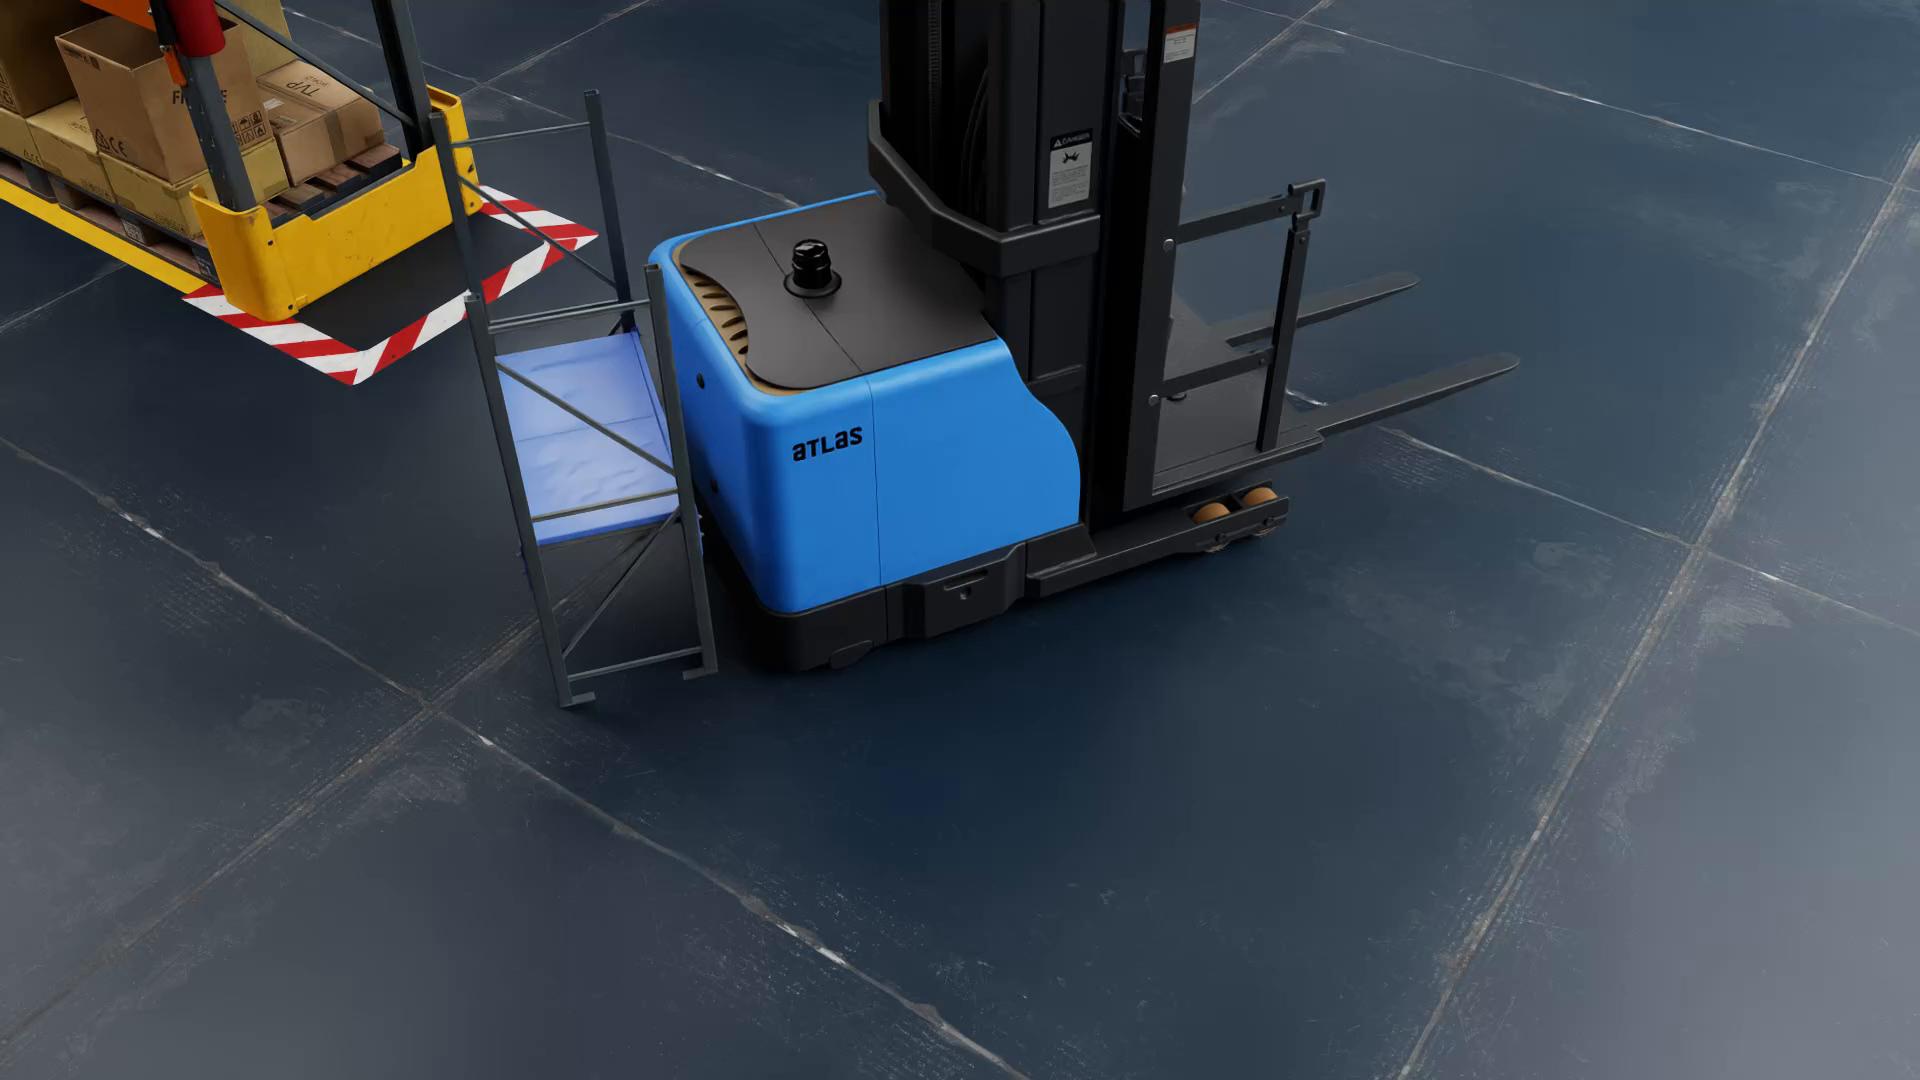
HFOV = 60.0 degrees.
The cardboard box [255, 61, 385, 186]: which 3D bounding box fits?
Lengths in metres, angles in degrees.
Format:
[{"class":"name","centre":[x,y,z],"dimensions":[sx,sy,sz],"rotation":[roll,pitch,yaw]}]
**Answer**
[{"class":"cardboard box","centre":[-2.909,-1.834,7.297],"dimensions":[0.500,0.250,0.500],"rotation":[25,48,25]}]

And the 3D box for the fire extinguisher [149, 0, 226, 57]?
[{"class":"fire extinguisher","centre":[-2.768,-2.048,5.847],"dimensions":[0.183,0.674,0.296],"rotation":[25,48,25]}]

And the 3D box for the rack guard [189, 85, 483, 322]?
[{"class":"rack guard","centre":[-2.578,-1.435,6.979],"dimensions":[0.348,0.500,1.175],"rotation":[25,48,25]}]

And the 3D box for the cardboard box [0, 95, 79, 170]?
[{"class":"cardboard box","centre":[-4.033,-1.927,7.401],"dimensions":[0.500,0.250,0.500],"rotation":[25,48,25]}]

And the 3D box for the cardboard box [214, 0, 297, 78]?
[{"class":"cardboard box","centre":[-3.319,-2.304,7.260],"dimensions":[0.500,0.500,0.500],"rotation":[25,48,25]}]

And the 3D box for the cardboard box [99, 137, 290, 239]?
[{"class":"cardboard box","centre":[-3.206,-1.551,6.981],"dimensions":[0.500,0.250,0.500],"rotation":[25,48,25]}]

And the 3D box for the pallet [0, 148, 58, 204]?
[{"class":"pallet","centre":[-4.242,-2.074,7.909],"dimensions":[1.213,0.211,1.003],"rotation":[25,48,25]}]

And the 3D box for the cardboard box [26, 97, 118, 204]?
[{"class":"cardboard box","centre":[-3.623,-1.736,7.188],"dimensions":[0.500,0.250,0.500],"rotation":[25,48,25]}]

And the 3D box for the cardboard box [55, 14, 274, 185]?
[{"class":"cardboard box","centre":[-3.208,-1.830,6.730],"dimensions":[0.500,0.500,0.500],"rotation":[25,48,25]}]

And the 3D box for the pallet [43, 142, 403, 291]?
[{"class":"pallet","centre":[-3.248,-1.606,7.387],"dimensions":[1.213,0.211,1.003],"rotation":[25,48,25]}]

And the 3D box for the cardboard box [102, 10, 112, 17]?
[{"class":"cardboard box","centre":[-3.736,-2.488,7.466],"dimensions":[0.500,0.500,0.500],"rotation":[25,48,25]}]

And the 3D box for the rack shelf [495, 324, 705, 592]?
[{"class":"rack shelf","centre":[-1.168,-0.285,5.214],"dimensions":[0.538,0.185,1.000],"rotation":[-12,43,-13]}]

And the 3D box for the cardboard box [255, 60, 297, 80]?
[{"class":"cardboard box","centre":[-3.320,-2.023,7.509],"dimensions":[0.500,0.250,0.500],"rotation":[25,48,25]}]

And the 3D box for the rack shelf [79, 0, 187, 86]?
[{"class":"rack shelf","centre":[-4.235,-2.873,7.251],"dimensions":[4.000,0.370,1.077],"rotation":[25,48,25]}]

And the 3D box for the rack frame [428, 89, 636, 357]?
[{"class":"rack frame","centre":[-1.327,-0.741,5.454],"dimensions":[0.500,1.500,0.032],"rotation":[-12,43,-13]}]

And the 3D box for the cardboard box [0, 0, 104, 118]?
[{"class":"cardboard box","centre":[-4.035,-2.204,7.149],"dimensions":[0.500,0.500,0.500],"rotation":[25,48,25]}]

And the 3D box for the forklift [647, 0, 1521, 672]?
[{"class":"forklift","centre":[0.570,-1.353,5.064],"dimensions":[3.031,2.935,1.130],"rotation":[-18,45,-19]}]

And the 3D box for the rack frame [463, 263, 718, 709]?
[{"class":"rack frame","centre":[-1.009,-0.097,4.734],"dimensions":[0.500,1.500,0.032],"rotation":[-12,43,-13]}]

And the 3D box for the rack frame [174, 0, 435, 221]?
[{"class":"rack frame","centre":[-2.598,-2.375,6.155],"dimensions":[0.127,3.000,1.000],"rotation":[25,48,25]}]

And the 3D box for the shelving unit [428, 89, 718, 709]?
[{"class":"shelving unit","centre":[-1.168,-0.419,5.094],"dimensions":[0.538,1.500,1.048],"rotation":[-12,43,-13]}]
